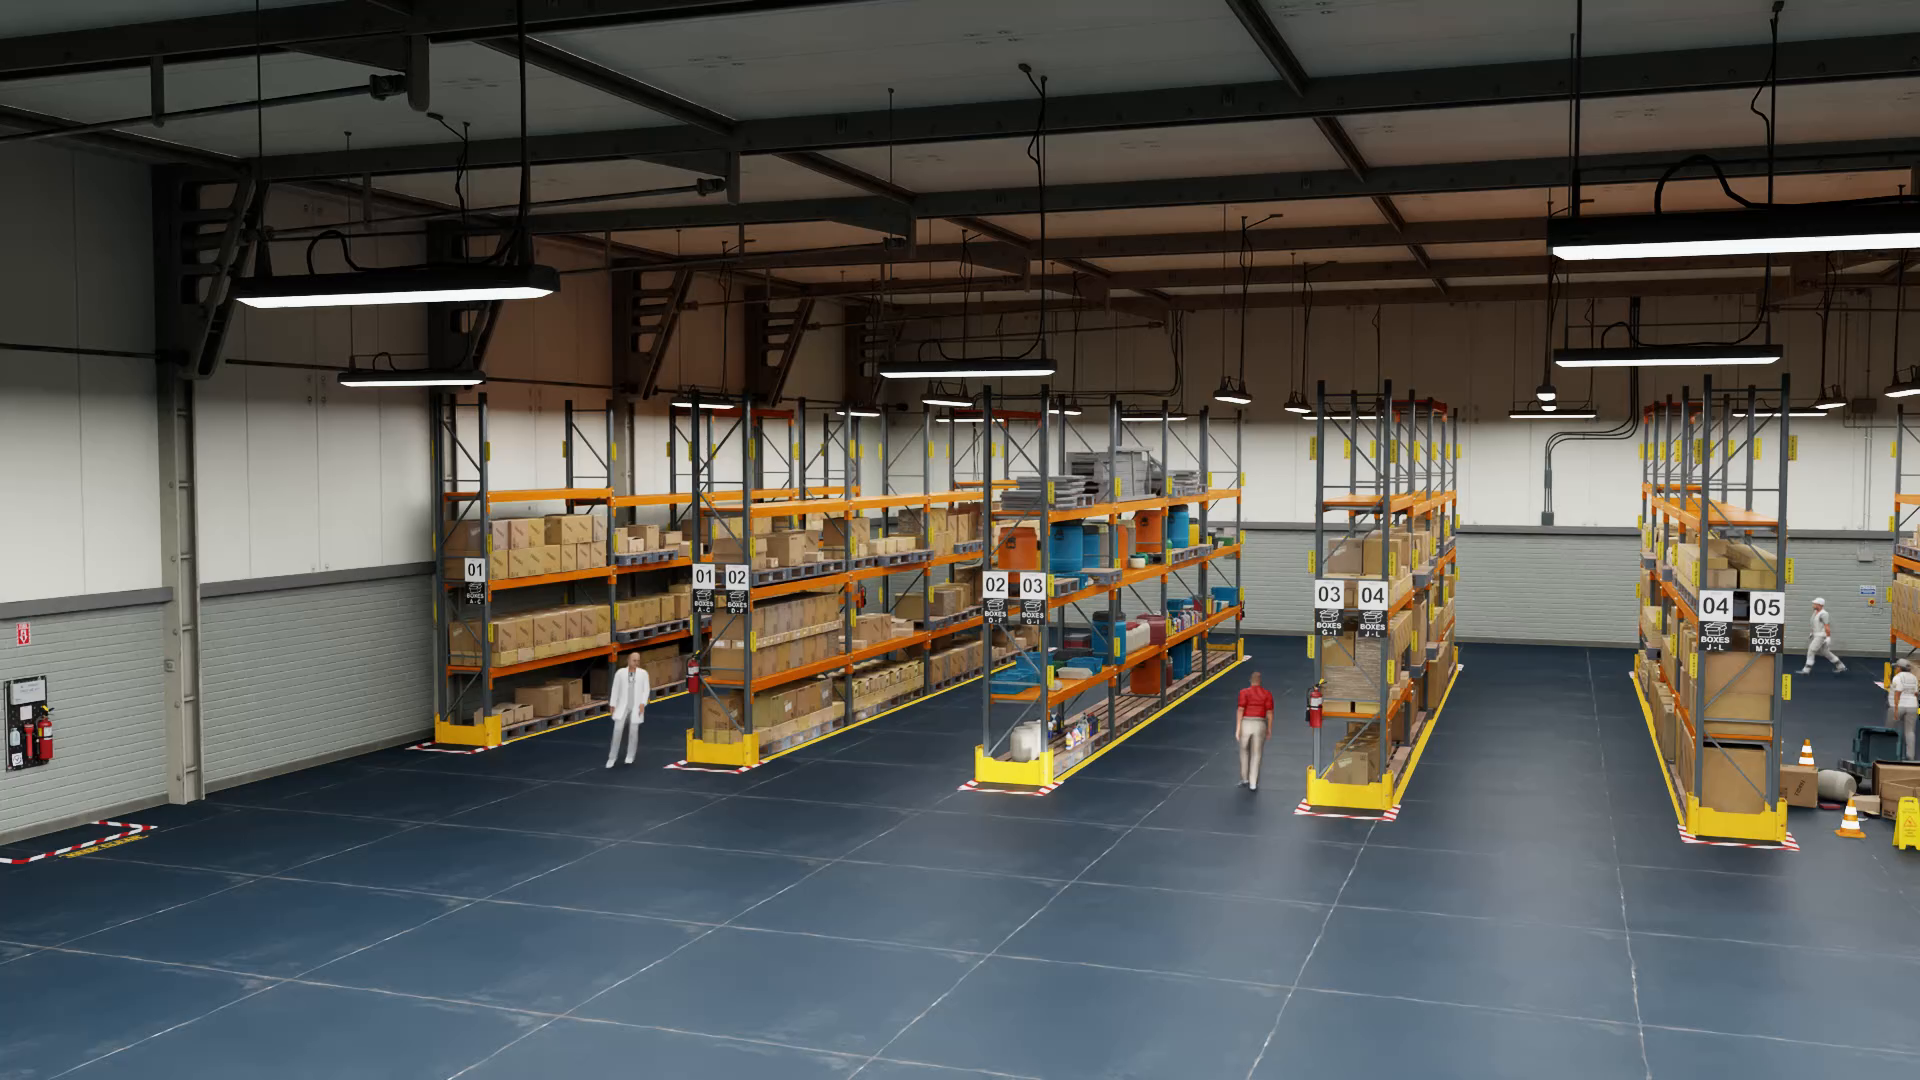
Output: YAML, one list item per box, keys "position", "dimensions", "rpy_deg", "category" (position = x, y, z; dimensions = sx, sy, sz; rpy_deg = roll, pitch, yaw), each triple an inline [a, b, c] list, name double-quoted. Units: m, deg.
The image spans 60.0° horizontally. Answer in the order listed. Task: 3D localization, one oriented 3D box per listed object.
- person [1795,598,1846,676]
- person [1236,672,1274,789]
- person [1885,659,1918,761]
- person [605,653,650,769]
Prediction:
- position: [19.188, 2.155, 37.051]
  dimensions: [1.057, 1.750, 0.557]
  rpy_deg: [1, 3, 16]
  category: "person"
- position: [4.379, 2.855, 24.718]
  dimensions: [0.544, 1.779, 0.604]
  rpy_deg: [1, 3, 15]
  category: "person"
- position: [15.231, 2.768, 26.858]
  dimensions: [0.502, 1.687, 0.701]
  rpy_deg: [0, 3, 8]
  category: "person"
- position: [-5.316, 2.723, 26.541]
  dimensions: [0.721, 1.836, 0.558]
  rpy_deg: [-1, 3, -14]
  category: "person"
